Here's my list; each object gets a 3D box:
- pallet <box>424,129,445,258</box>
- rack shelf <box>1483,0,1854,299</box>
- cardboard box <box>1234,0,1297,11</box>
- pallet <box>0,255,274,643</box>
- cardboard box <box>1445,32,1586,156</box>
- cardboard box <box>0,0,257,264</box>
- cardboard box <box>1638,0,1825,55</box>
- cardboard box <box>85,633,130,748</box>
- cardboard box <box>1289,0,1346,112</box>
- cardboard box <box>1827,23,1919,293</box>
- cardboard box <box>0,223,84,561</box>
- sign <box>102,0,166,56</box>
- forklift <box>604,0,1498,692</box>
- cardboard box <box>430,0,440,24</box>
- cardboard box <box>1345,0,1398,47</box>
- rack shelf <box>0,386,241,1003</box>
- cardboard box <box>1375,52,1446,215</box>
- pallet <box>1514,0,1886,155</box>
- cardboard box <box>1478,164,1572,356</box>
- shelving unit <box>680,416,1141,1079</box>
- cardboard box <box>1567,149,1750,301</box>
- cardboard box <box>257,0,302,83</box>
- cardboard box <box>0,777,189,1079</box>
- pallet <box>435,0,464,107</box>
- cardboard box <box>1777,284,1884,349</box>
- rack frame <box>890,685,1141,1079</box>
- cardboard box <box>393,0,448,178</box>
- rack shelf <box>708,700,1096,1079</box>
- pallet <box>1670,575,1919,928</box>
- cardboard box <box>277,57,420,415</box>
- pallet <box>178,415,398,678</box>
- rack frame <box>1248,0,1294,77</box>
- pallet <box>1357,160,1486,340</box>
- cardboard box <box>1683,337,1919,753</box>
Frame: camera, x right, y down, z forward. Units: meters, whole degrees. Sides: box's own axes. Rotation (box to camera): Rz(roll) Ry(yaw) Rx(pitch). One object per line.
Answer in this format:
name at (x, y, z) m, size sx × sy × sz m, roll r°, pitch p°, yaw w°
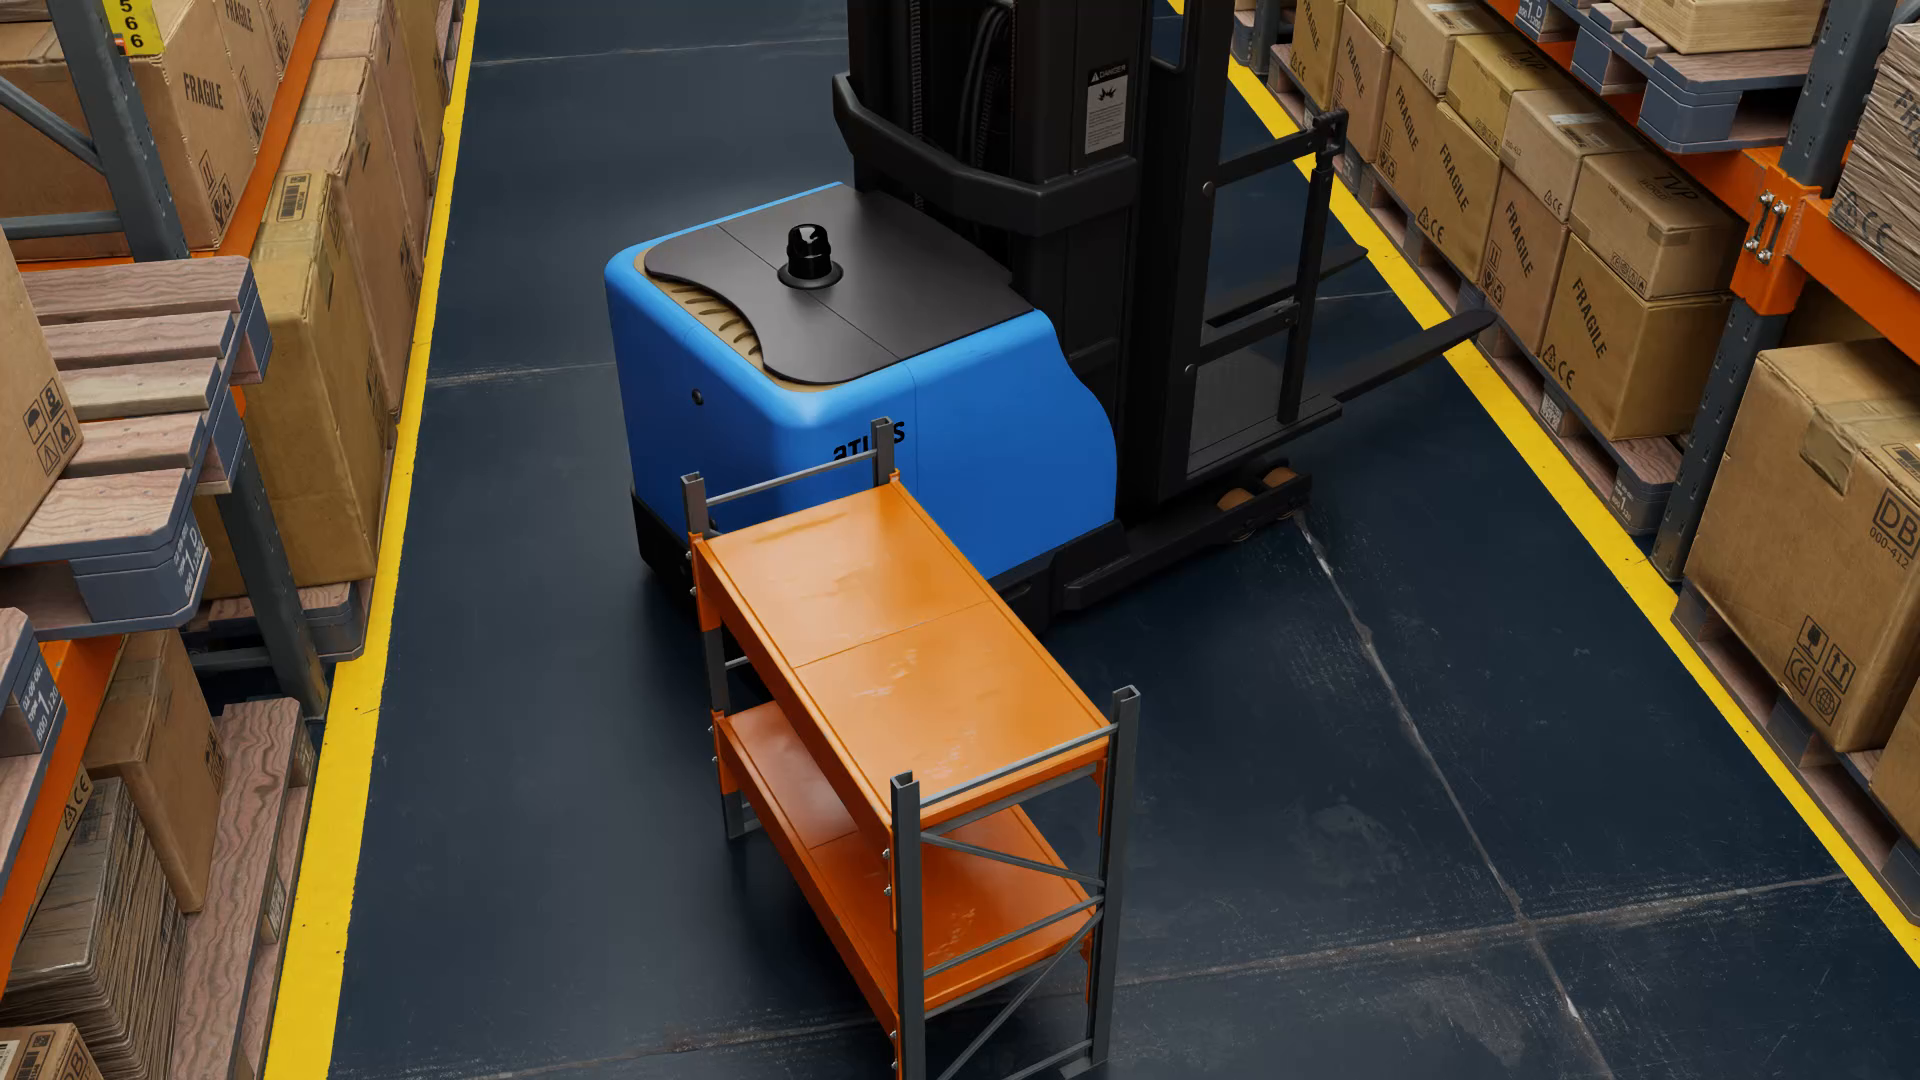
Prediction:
pallet at (-2.752, -1.521, 7.035) m, size 1.003 × 0.211 × 1.213 m, roll -6°, pitch 38°, yaw -8°
rack shelf at (2.290, -2.060, 6.043) m, size 1.077 × 0.370 × 4.000 m, roll -6°, pitch 38°, yaw -8°
cardboard box at (1.535, -2.793, 8.381) m, size 0.380 × 0.149 × 0.250 m, roll -6°, pitch 38°, yaw -7°
pallet at (-2.031, -0.169, 3.179) m, size 1.213 × 0.211 × 1.003 m, roll -6°, pitch 38°, yaw -8°
cardboard box at (2.089, -1.609, 5.960) m, size 0.500 × 0.250 × 0.500 m, roll -5°, pitch 38°, yaw -7°
cardboard box at (-2.078, -1.026, 4.044) m, size 0.500 × 0.500 × 0.500 m, roll -5°, pitch 38°, yaw -7°
cardboard box at (2.101, -1.451, 4.536) m, size 0.380 × 0.149 × 0.250 m, roll -6°, pitch 38°, yaw -7°
cardboard box at (-2.114, 0.255, 3.545) m, size 0.500 × 0.250 × 0.500 m, roll -5°, pitch 38°, yaw -6°
cardboard box at (1.807, -2.256, 7.404) m, size 0.500 × 0.500 × 0.500 m, roll -5°, pitch 38°, yaw -6°
cardboard box at (2.453, -0.876, 3.851) m, size 0.500 × 0.500 × 0.500 m, roll -6°, pitch 38°, yaw -7°
cardboard box at (-1.930, -0.221, 2.666) m, size 0.700 × 0.500 × 0.500 m, roll -1°, pitch 38°, yaw -1°
sign at (-1.728, -1.154, 3.411) m, size 0.100 × 0.325 × 0.005 m, roll -6°, pitch 38°, yaw -8°
forklift at (0.503, -1.388, 4.648) m, size 3.031 × 2.935 × 1.130 m, roll -25°, pitch 44°, yaw -28°
cardboard box at (-2.999, -2.814, 7.817) m, size 0.875 × 0.875 × 0.875 m, roll -6°, pitch 38°, yaw -8°
cardboard box at (1.904, -2.231, 6.761) m, size 0.500 × 0.250 × 0.500 m, roll -5°, pitch 38°, yaw -7°
rack shelf at (-1.910, 0.828, 2.325) m, size 1.077 × 0.370 × 4.000 m, roll -6°, pitch 38°, yaw -8°
cardboard box at (2.007, -1.622, 6.588) m, size 0.500 × 0.500 × 0.500 m, roll -6°, pitch 38°, yaw -7°
pallet at (2.410, -1.480, 4.866) m, size 1.213 × 0.211 × 1.003 m, roll -6°, pitch 38°, yaw -8°
cardboard box at (2.180, -0.998, 5.785) m, size 0.500 × 0.500 × 0.500 m, roll -5°, pitch 38°, yaw -6°
shelving unit at (-0.136, 0.518, 3.667) m, size 0.538 × 1.125 × 1.048 m, roll -18°, pitch 41°, yaw -22°
cardboard box at (2.262, -0.996, 5.171) m, size 0.500 × 0.250 × 0.500 m, roll -7°, pitch 38°, yaw -9°
cardboard box at (-2.264, -1.647, 4.843) m, size 0.500 × 0.500 × 0.500 m, roll -7°, pitch 38°, yaw -9°
cardboard box at (-2.014, 0.886, 3.344) m, size 0.700 × 0.500 × 0.500 m, roll -9°, pitch 39°, yaw -12°
pallet at (-3.018, -2.446, 8.227) m, size 1.003 × 0.211 × 1.213 m, roll -6°, pitch 38°, yaw -8°
cardboard box at (2.767, -0.770, 5.491) m, size 0.500 × 0.500 × 0.500 m, roll -8°, pitch 39°, yaw -10°
rack frame at (0.105, 0.792, 3.314) m, size 0.500 × 1.125 × 0.032 m, roll -18°, pitch 41°, yaw -22°
cardboard box at (-2.830, -2.022, 6.798) m, size 1.225 × 0.875 × 0.875 m, roll -6°, pitch 38°, yaw -8°
rack shelf at (-0.136, 0.711, 3.817) m, size 0.538 × 0.278 × 1.000 m, roll -18°, pitch 41°, yaw -22°
pallet at (2.704, 0.449, 4.500) m, size 1.003 × 0.211 × 1.213 m, roll -6°, pitch 38°, yaw -8°
cardboard box at (-2.510, -0.949, 5.416) m, size 1.225 × 0.875 × 0.875 m, roll -6°, pitch 38°, yaw -8°
pallet at (-2.325, -0.047, 5.138) m, size 1.003 × 0.211 × 1.213 m, roll -6°, pitch 38°, yaw -8°
rack frame at (1.939, -3.552, 7.378) m, size 1.000 × 3.000 × 0.127 m, roll -6°, pitch 38°, yaw -8°
pallet at (2.294, -1.243, 6.677) m, size 1.003 × 0.211 × 1.213 m, roll -6°, pitch 38°, yaw -8°
cardboard box at (2.658, -0.036, 4.343) m, size 1.050 × 0.750 × 0.750 m, roll -7°, pitch 38°, yaw -9°
